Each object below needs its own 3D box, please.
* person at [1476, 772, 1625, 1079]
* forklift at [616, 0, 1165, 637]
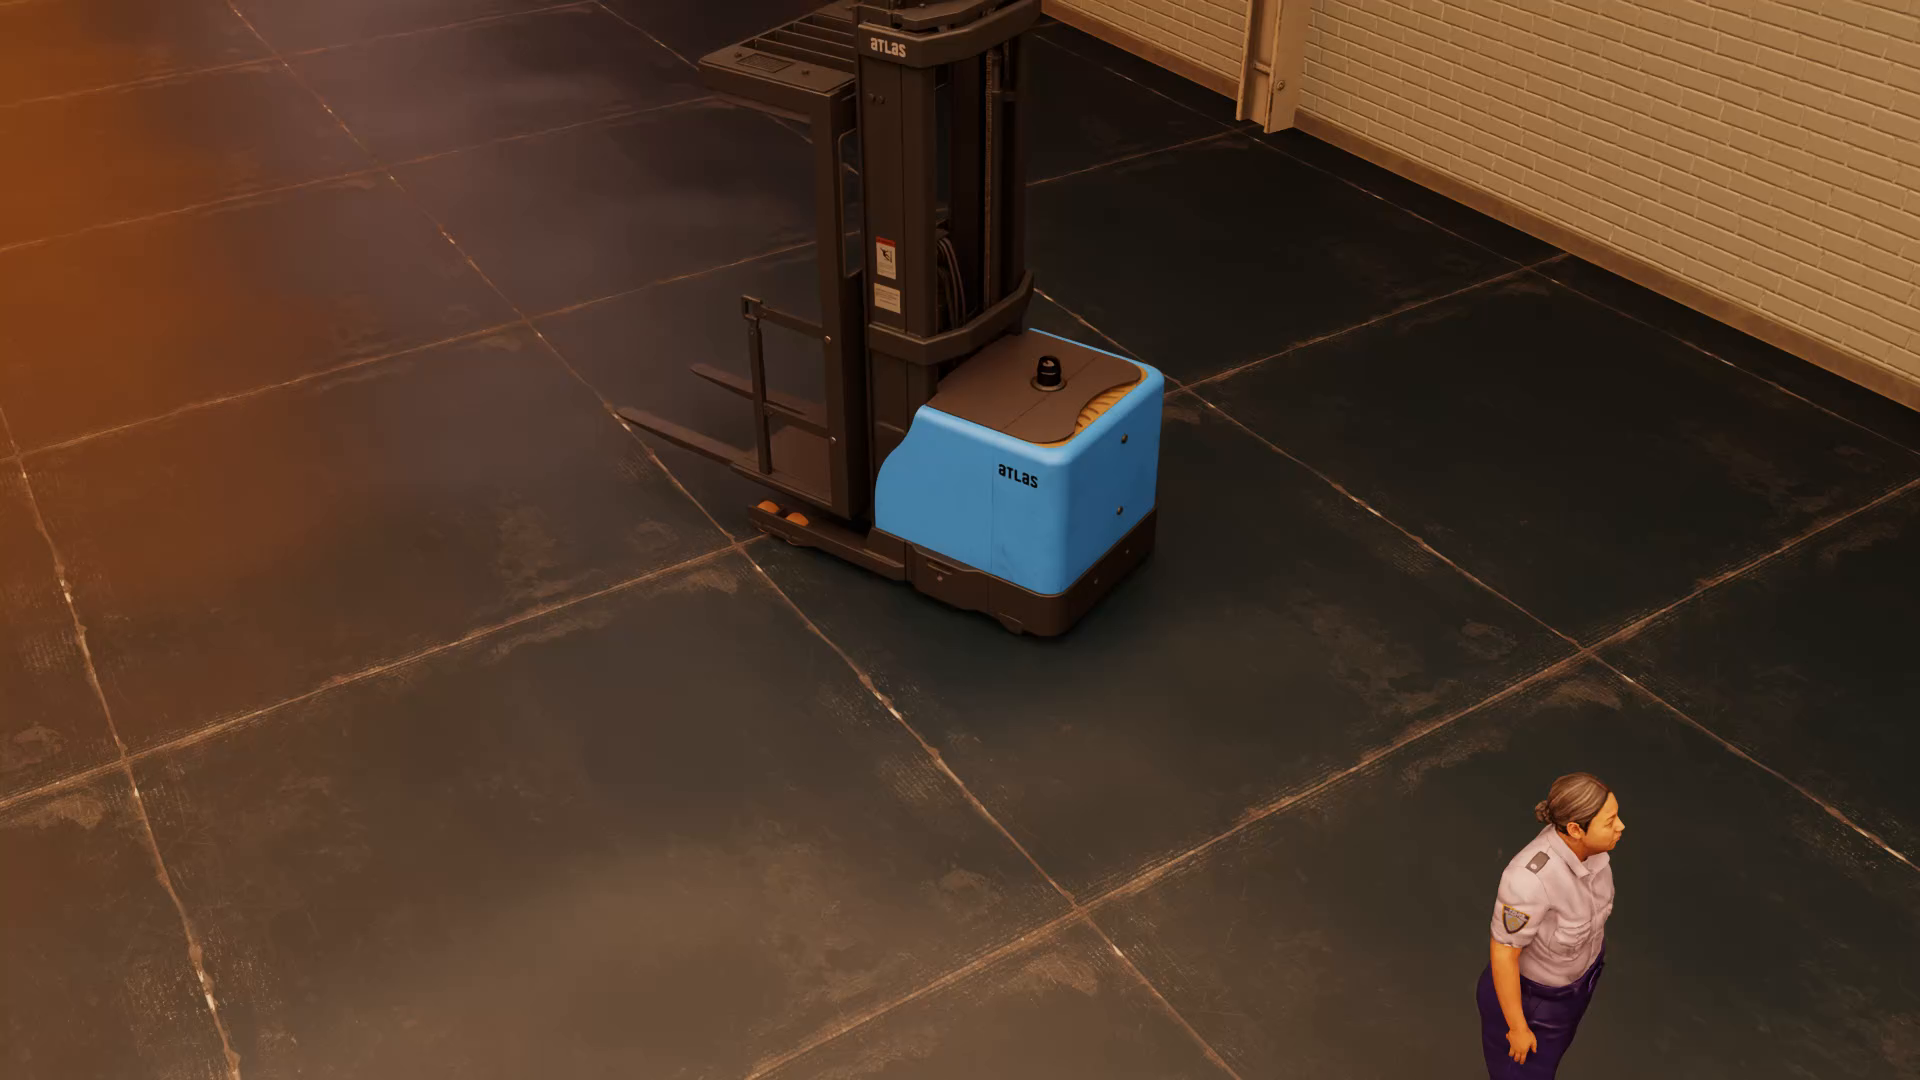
[{"bbox_3d":[1.888,1.447,5.192,0.502,1.651,0.597,27,43,33],"label":"person"},{"bbox_3d":[-0.500,-1.399,8.138,3.031,2.935,1.130,22,41,28],"label":"forklift"}]
